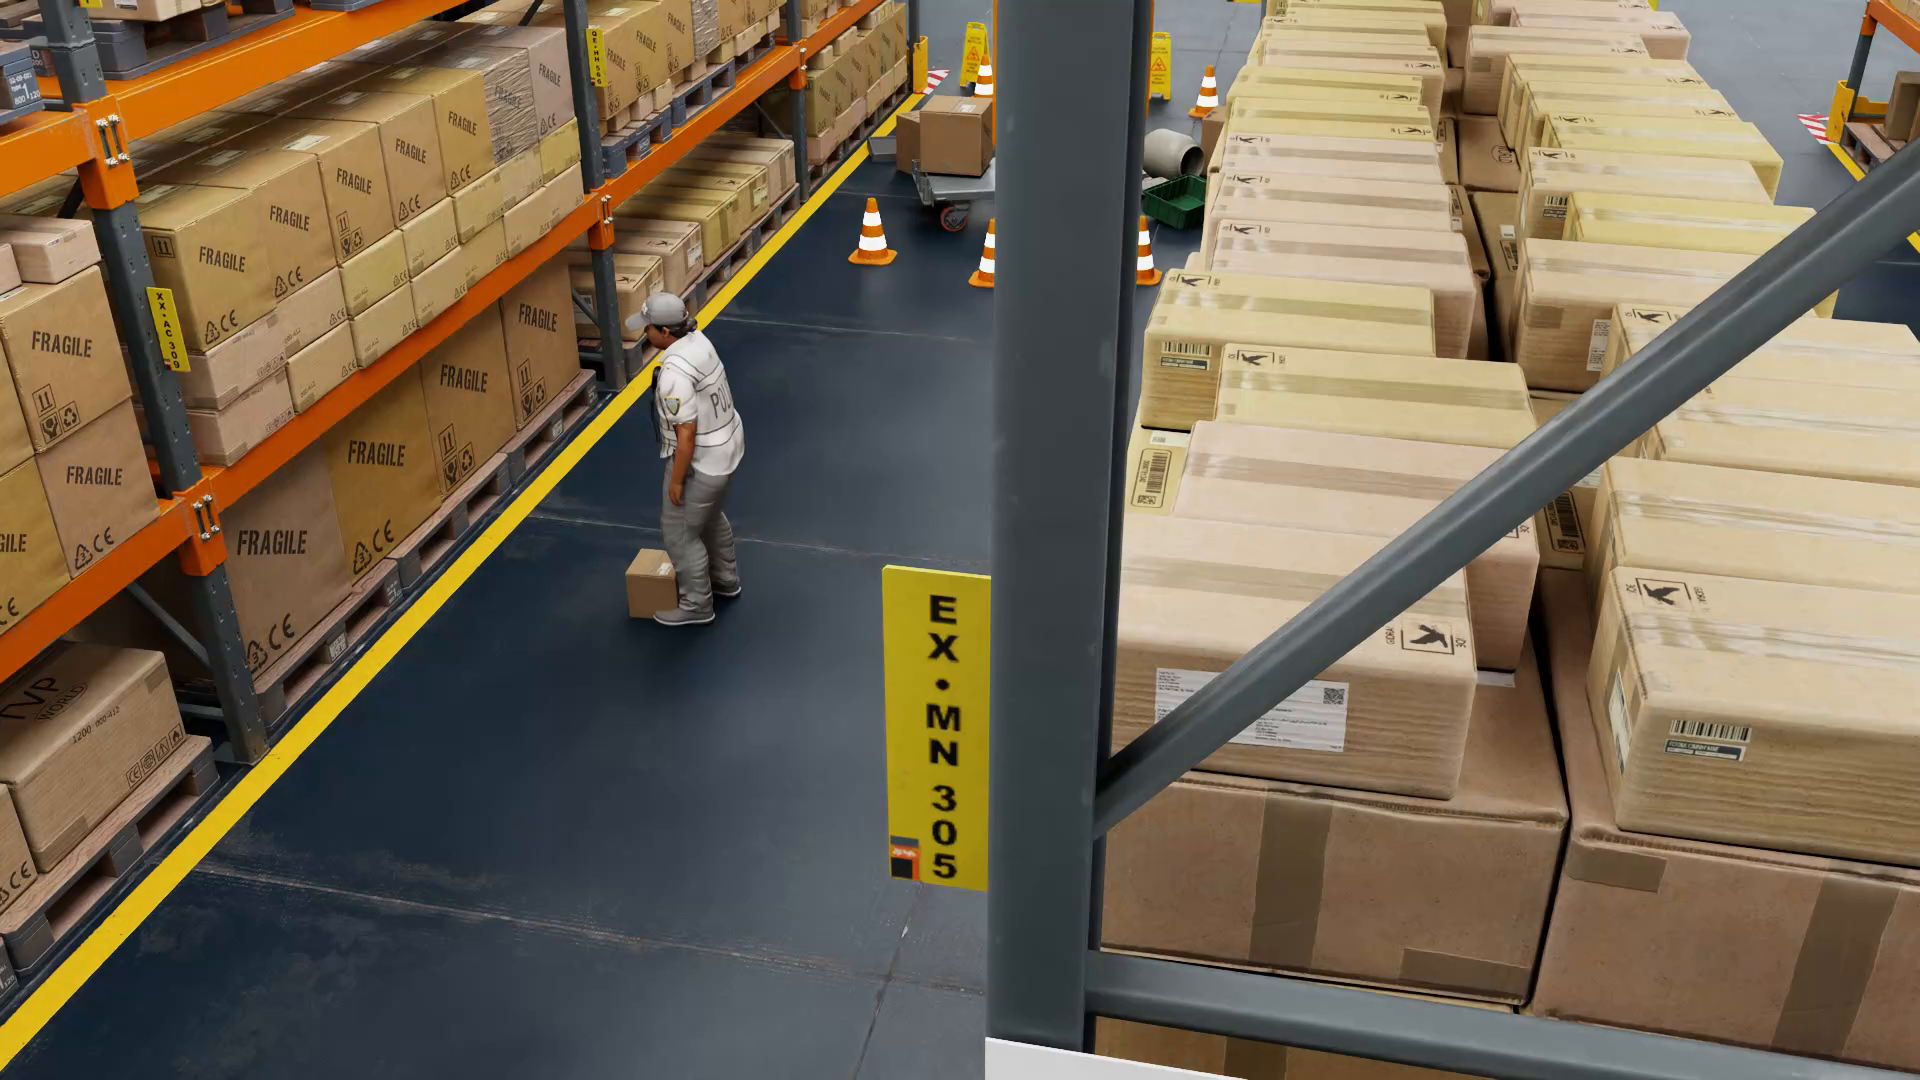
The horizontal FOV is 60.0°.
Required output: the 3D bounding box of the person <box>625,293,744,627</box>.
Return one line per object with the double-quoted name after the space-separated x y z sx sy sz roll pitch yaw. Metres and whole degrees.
-1.259 -0.381 7.808 0.470 1.665 0.561 4 29 7 "person"
